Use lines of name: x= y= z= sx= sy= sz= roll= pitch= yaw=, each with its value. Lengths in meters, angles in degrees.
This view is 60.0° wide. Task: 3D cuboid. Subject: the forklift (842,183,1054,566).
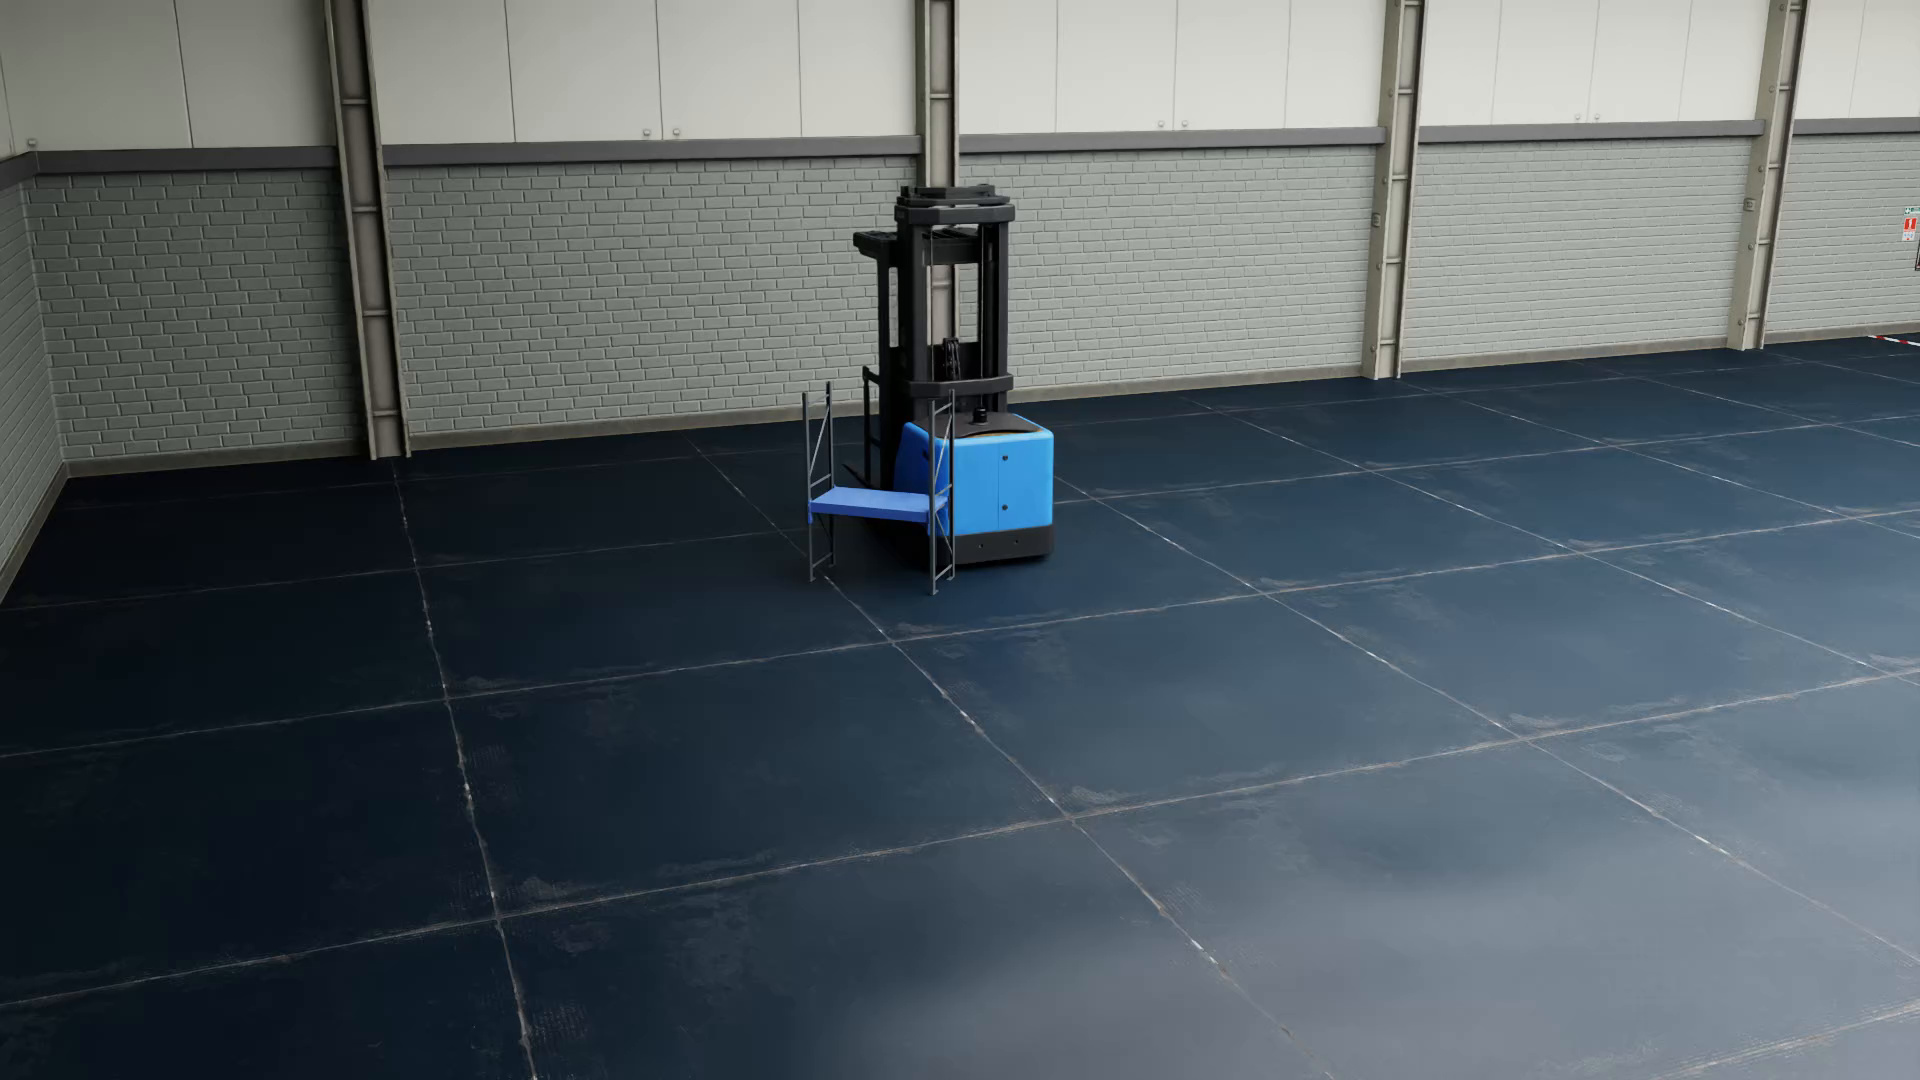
forklift: x=-0.253 y=-1.575 z=14.259 sx=1.130 sy=2.935 sz=3.031 roll=-6 pitch=18 yaw=-21

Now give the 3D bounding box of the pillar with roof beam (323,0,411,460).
pillar with roof beam: x=-4.309 y=-4.057 z=11.944 sx=0.400 sy=9.000 sz=9.100 roll=-6 pitch=17 yaw=-20

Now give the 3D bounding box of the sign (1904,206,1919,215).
sign: x=13.695 y=-4.733 z=23.888 sx=0.331 sy=0.109 sz=0.001 roll=-6 pitch=17 yaw=-20

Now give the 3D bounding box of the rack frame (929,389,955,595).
rack frame: x=-0.136 y=-0.365 z=12.681 sx=0.032 sy=1.500 sz=0.500 roll=5 pitch=17 yaw=18

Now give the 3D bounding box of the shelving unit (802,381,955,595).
shelving unit: x=-0.618 y=-0.411 z=12.838 sx=1.048 sy=1.500 sz=0.538 roll=5 pitch=17 yaw=18

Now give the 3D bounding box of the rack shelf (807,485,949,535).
rack shelf: x=-0.618 y=-0.239 z=12.888 sx=1.000 sy=0.185 sz=0.538 roll=5 pitch=17 yaw=18

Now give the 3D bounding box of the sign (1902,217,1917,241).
sign: x=13.687 y=-4.481 z=23.969 sx=0.234 sy=0.329 sz=0.001 roll=-6 pitch=17 yaw=-20

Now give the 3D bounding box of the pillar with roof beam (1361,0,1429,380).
pillar with roof beam: x=6.897 y=-5.267 z=16.063 sx=0.400 sy=9.000 sz=9.100 roll=-6 pitch=17 yaw=-20

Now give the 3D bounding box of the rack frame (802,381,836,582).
rack frame: x=-1.099 y=-0.458 z=12.995 sx=0.032 sy=1.500 sz=0.500 roll=5 pitch=17 yaw=18

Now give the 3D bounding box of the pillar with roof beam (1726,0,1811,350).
pillar with roof beam: x=12.500 y=-5.872 z=18.123 sx=0.400 sy=9.000 sz=9.100 roll=-6 pitch=17 yaw=-20

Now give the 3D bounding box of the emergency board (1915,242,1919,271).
emergency board: x=14.226 y=-4.496 z=24.085 sx=0.626 sy=1.169 sz=0.157 roll=-6 pitch=17 yaw=-20

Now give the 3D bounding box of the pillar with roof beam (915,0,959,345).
pillar with roof beam: x=1.294 y=-4.662 z=14.003 sx=0.400 sy=9.000 sz=9.100 roll=-6 pitch=17 yaw=-20
